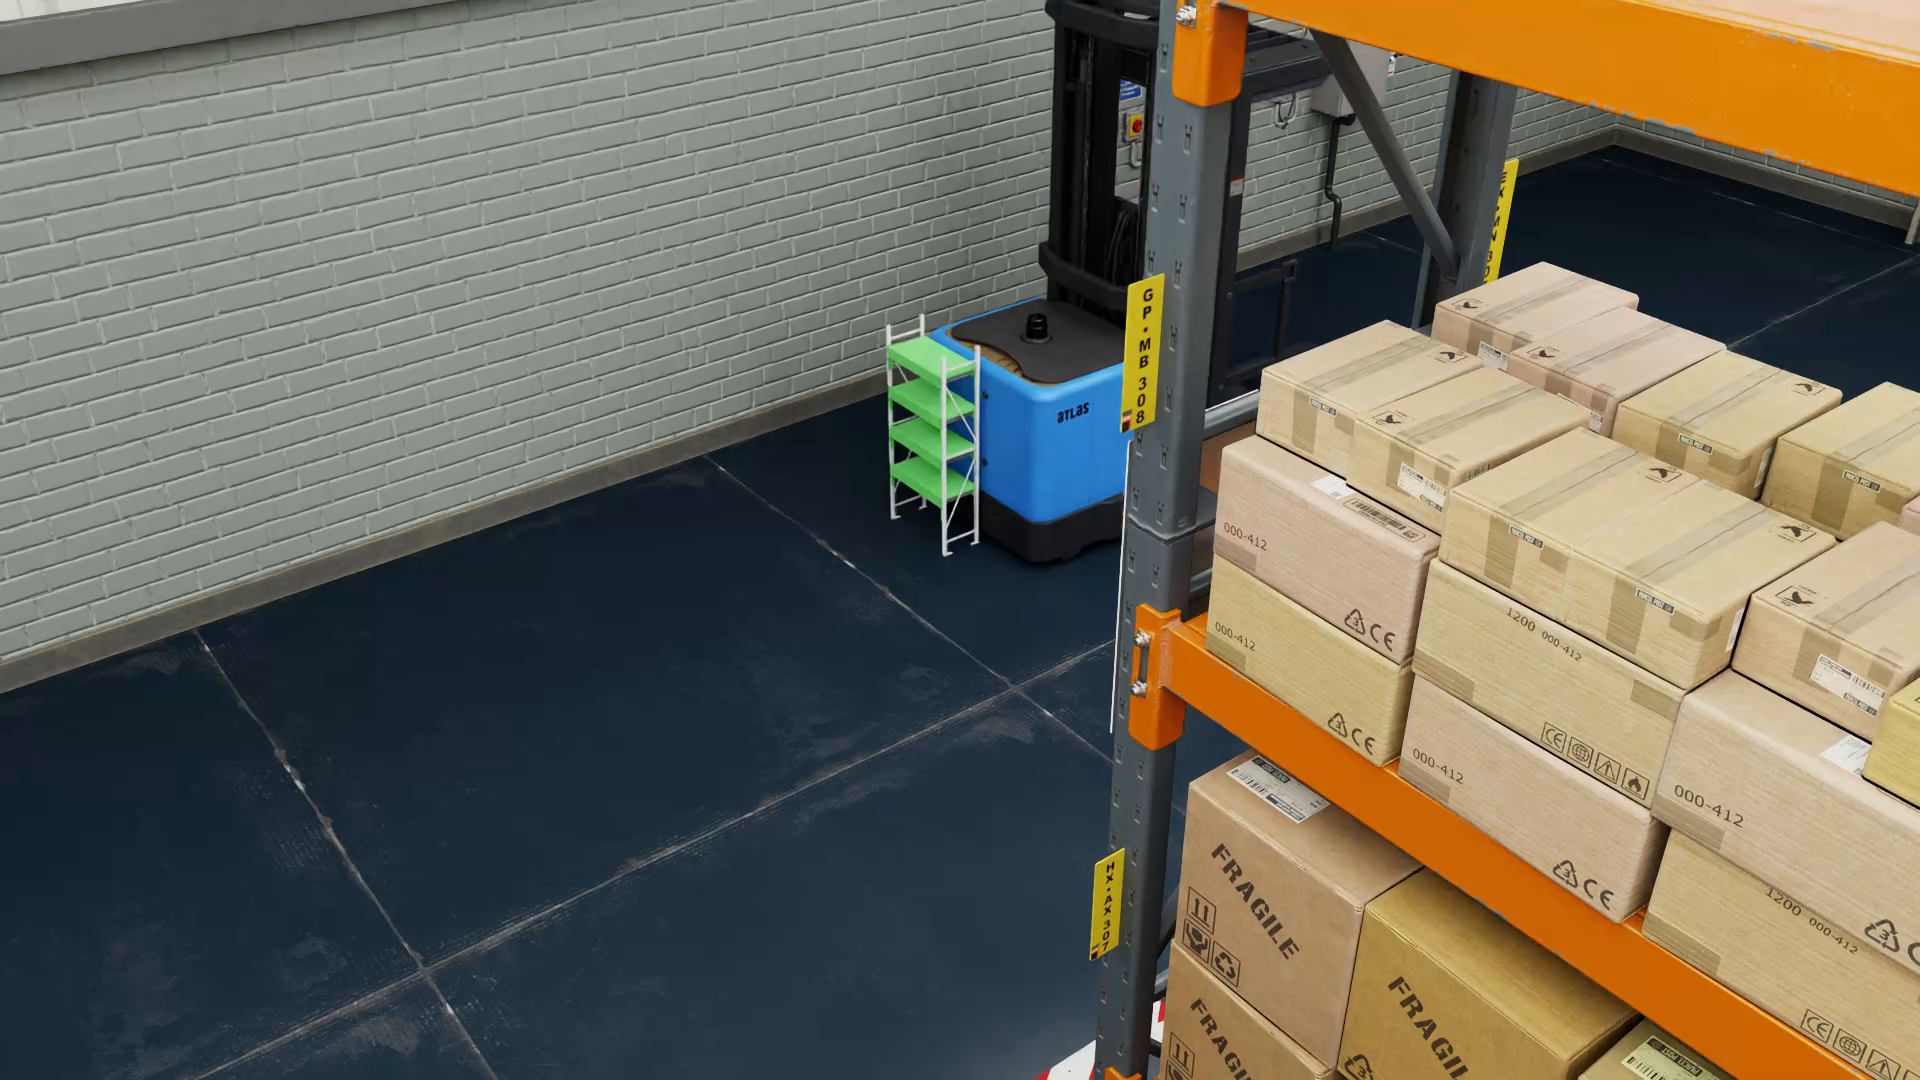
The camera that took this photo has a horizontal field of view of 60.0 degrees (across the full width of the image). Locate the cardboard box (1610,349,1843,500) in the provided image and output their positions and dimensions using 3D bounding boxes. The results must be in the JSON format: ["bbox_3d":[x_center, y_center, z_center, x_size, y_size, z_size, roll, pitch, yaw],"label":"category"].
[{"bbox_3d":[1.464,-0.209,3.192,0.380,0.149,0.250,-24,39,-33],"label":"cardboard box"}]

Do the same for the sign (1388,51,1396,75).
[{"bbox_3d":[3.180,-3.713,12.475,0.329,0.494,0.001,-22,38,-31],"label":"sign"}]

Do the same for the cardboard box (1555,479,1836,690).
[{"bbox_3d":[1.214,0.065,2.750,0.380,0.149,0.250,-22,38,-31],"label":"cardboard box"}]

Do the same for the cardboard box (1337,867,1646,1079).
[{"bbox_3d":[1.176,0.986,3.495,0.500,0.500,0.500,-21,38,-30],"label":"cardboard box"}]

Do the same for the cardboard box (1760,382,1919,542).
[{"bbox_3d":[1.711,-0.134,3.071,0.380,0.149,0.250,-22,38,-31],"label":"cardboard box"}]

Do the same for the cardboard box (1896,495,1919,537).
[{"bbox_3d":[1.819,-0.009,2.869,0.380,0.149,0.250,-23,39,-32],"label":"cardboard box"}]

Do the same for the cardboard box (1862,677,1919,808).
[{"bbox_3d":[1.542,0.279,2.406,0.380,0.149,0.250,-21,38,-30],"label":"cardboard box"}]

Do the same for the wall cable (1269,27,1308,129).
[{"bbox_3d":[2.281,-3.783,11.535,0.588,1.984,0.122,-22,38,-31],"label":"wall cable"}]

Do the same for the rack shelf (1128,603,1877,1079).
[{"bbox_3d":[2.022,0.963,2.695,1.077,0.370,4.000,-22,38,-31],"label":"rack shelf"}]

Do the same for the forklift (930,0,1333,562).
[{"bbox_3d":[1.299,-1.744,9.280,3.031,2.935,1.130,-22,38,-31],"label":"forklift"}]

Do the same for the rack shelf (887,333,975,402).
[{"bbox_3d":[-0.145,-0.915,8.797,0.258,0.148,0.480,-22,38,-31],"label":"rack shelf"}]

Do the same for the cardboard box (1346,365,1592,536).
[{"bbox_3d":[0.957,-0.174,3.134,0.380,0.149,0.250,-21,37,-30],"label":"cardboard box"}]

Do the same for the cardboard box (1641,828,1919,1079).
[{"bbox_3d":[1.515,0.589,2.758,0.500,0.250,0.500,-24,39,-33],"label":"cardboard box"}]

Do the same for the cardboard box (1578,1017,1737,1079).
[{"bbox_3d":[1.477,1.210,3.135,0.500,0.500,0.500,-23,39,-32],"label":"cardboard box"}]

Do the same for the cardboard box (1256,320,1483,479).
[{"bbox_3d":[0.815,-0.285,3.314,0.380,0.149,0.250,-23,38,-32],"label":"cardboard box"}]

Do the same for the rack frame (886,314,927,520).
[{"bbox_3d":[-0.292,-0.664,9.182,0.240,1.200,0.015,-22,38,-31],"label":"rack frame"}]

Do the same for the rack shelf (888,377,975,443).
[{"bbox_3d":[-0.145,-0.711,8.924,0.258,0.148,0.480,-22,38,-31],"label":"rack shelf"}]

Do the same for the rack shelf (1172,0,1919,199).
[{"bbox_3d":[2.022,-0.310,1.905,1.077,0.370,4.000,-22,38,-31],"label":"rack shelf"}]

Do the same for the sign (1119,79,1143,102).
[{"bbox_3d":[1.092,-3.013,11.001,0.327,0.218,0.001,-22,38,-31],"label":"sign"}]

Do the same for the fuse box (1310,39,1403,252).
[{"bbox_3d":[2.917,-2.959,12.393,0.539,1.711,0.414,-22,38,-31],"label":"fuse box"}]

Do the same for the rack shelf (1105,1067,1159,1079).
[{"bbox_3d":[2.022,2.237,3.487,1.077,0.370,4.000,-22,38,-31],"label":"rack shelf"}]

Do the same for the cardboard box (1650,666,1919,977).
[{"bbox_3d":[1.481,0.374,2.630,0.500,0.250,0.500,-22,38,-31],"label":"cardboard box"}]

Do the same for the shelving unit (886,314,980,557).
[{"bbox_3d":[-0.145,-0.561,9.017,0.258,1.200,0.503,-22,38,-31],"label":"shelving unit"}]

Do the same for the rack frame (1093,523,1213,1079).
[{"bbox_3d":[0.796,1.098,4.639,1.000,3.000,0.127,-22,38,-31],"label":"rack frame"}]

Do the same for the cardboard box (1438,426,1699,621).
[{"bbox_3d":[1.066,-0.037,2.913,0.380,0.149,0.250,-22,38,-31],"label":"cardboard box"}]

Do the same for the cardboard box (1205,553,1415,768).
[{"bbox_3d":[0.869,0.157,3.453,0.500,0.250,0.500,-21,37,-30],"label":"cardboard box"}]

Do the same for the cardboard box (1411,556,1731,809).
[{"bbox_3d":[1.181,0.159,2.975,0.500,0.250,0.500,-23,38,-32],"label":"cardboard box"}]

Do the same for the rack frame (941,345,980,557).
[{"bbox_3d":[0.002,-0.459,8.851,0.240,1.200,0.015,-22,38,-31],"label":"rack frame"}]

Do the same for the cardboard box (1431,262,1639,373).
[{"bbox_3d":[1.232,-0.451,3.580,0.380,0.149,0.250,-23,38,-32],"label":"cardboard box"}]

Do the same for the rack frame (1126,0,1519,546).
[{"bbox_3d":[0.796,-1.450,3.056,1.000,3.000,0.127,-22,38,-31],"label":"rack frame"}]

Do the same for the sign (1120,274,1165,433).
[{"bbox_3d":[0.367,-0.372,3.334,0.100,0.325,0.005,-22,38,-31],"label":"sign"}]

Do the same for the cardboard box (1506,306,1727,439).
[{"bbox_3d":[1.323,-0.323,3.375,0.380,0.149,0.250,-22,38,-31],"label":"cardboard box"}]

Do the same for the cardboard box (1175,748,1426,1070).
[{"bbox_3d":[0.861,0.778,3.831,0.500,0.500,0.500,-23,38,-32],"label":"cardboard box"}]

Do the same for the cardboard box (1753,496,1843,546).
[{"bbox_3d":[1.594,-0.002,3.236,0.500,0.250,0.500,-23,39,-33],"label":"cardboard box"}]

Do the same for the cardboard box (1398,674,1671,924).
[{"bbox_3d":[1.189,0.378,3.097,0.500,0.250,0.500,-21,37,-30],"label":"cardboard box"}]

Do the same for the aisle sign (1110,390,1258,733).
[{"bbox_3d":[0.514,0.060,3.846,0.394,0.787,0.004,-22,38,-31],"label":"aisle sign"}]

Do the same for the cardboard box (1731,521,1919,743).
[{"bbox_3d":[1.455,0.138,2.632,0.380,0.149,0.250,-21,38,-30],"label":"cardboard box"}]

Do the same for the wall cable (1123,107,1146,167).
[{"bbox_3d":[1.168,-3.333,10.780,0.585,1.953,0.123,-22,38,-31],"label":"wall cable"}]

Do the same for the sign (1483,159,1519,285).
[{"bbox_3d":[1.247,-0.723,3.890,0.100,0.325,0.005,-22,38,-31],"label":"sign"}]

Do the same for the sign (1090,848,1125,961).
[{"bbox_3d":[0.367,0.906,4.128,0.100,0.325,0.005,-22,38,-31],"label":"sign"}]

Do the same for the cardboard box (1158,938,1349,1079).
[{"bbox_3d":[0.853,1.206,4.089,0.500,0.500,0.500,-20,37,-29],"label":"cardboard box"}]

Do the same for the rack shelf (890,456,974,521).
[{"bbox_3d":[-0.145,-0.303,9.177,0.258,0.148,0.480,-22,38,-31],"label":"rack shelf"}]

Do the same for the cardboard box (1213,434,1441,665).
[{"bbox_3d":[0.866,-0.054,3.319,0.500,0.250,0.500,-22,38,-31],"label":"cardboard box"}]

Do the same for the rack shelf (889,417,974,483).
[{"bbox_3d":[-0.145,-0.507,9.050,0.258,0.148,0.480,-22,38,-31],"label":"rack shelf"}]

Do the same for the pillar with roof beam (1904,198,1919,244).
[{"bbox_3d":[4.221,-4.724,8.327,9.100,9.000,0.400,-22,38,-31],"label":"pillar with roof beam"}]
